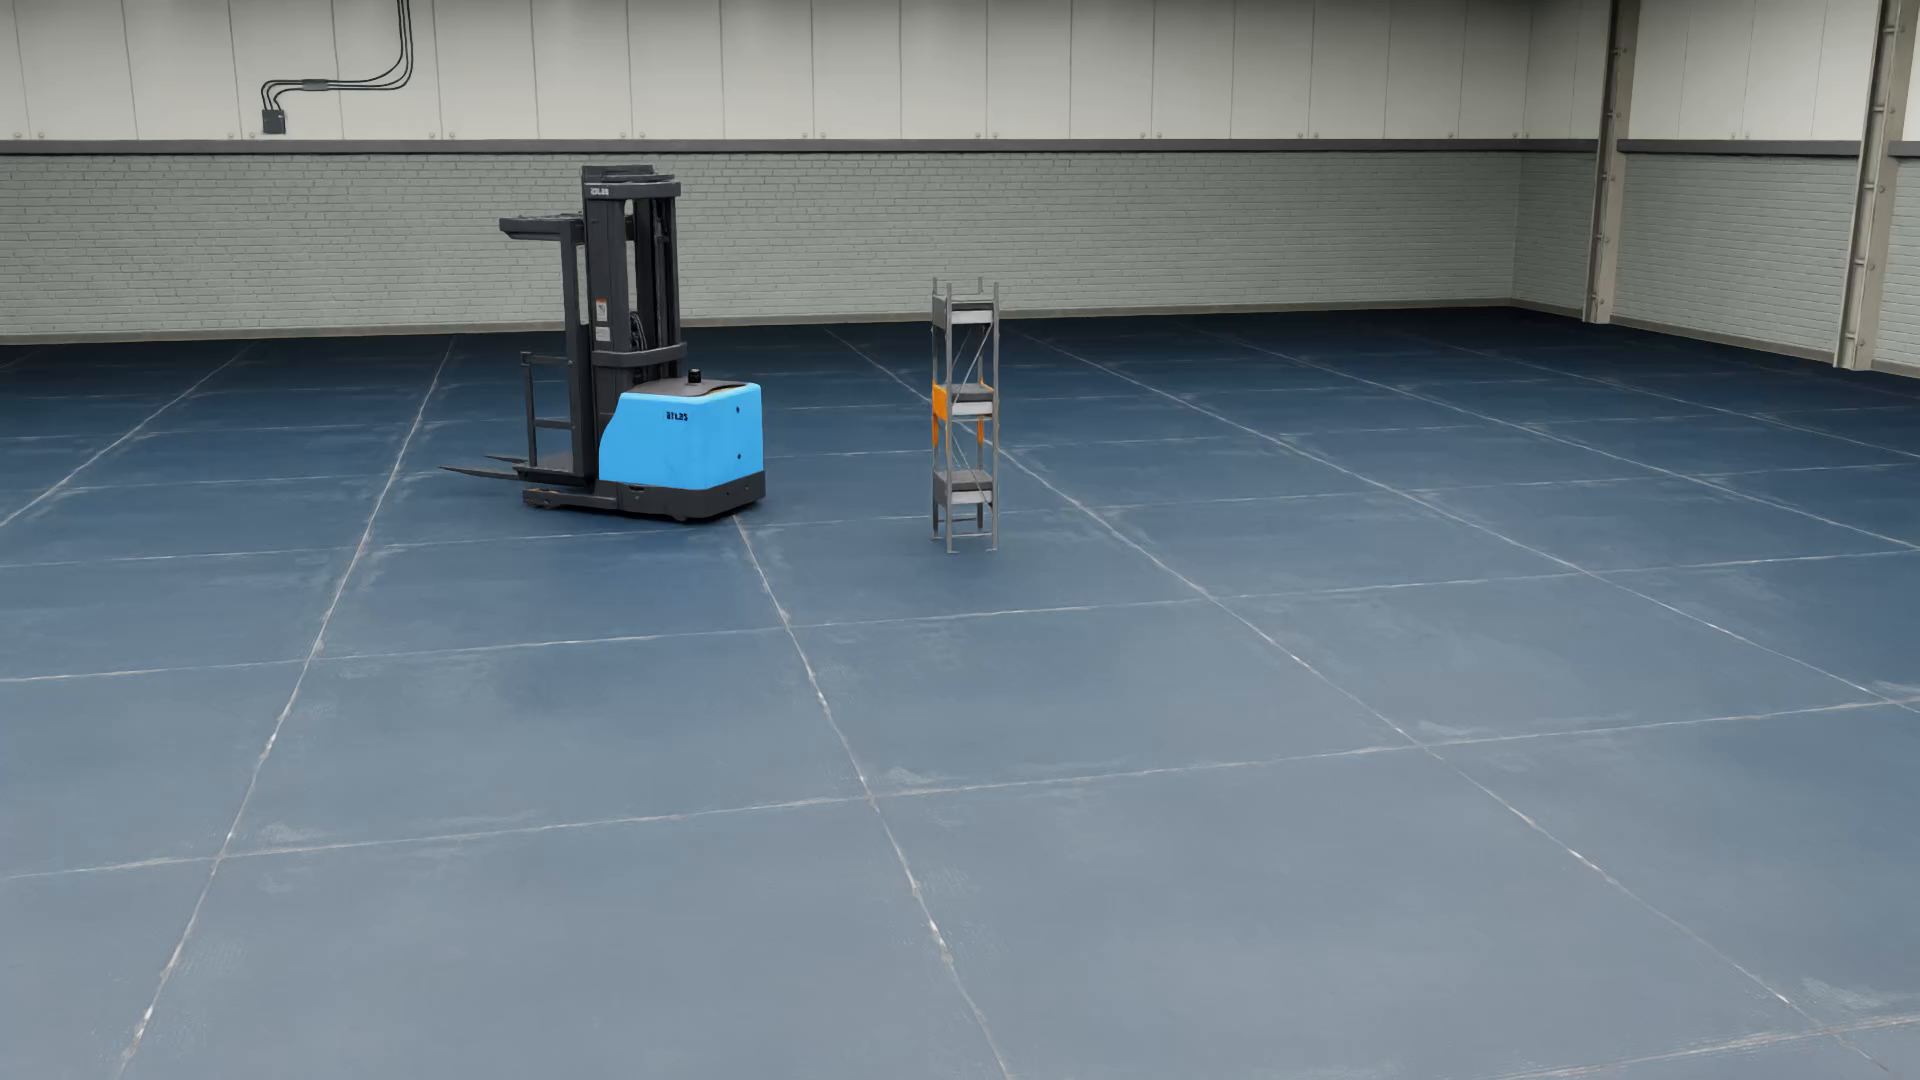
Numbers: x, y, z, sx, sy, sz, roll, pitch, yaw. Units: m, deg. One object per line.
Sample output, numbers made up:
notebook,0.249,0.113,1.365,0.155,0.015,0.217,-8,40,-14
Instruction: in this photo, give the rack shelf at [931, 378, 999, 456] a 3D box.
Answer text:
rack shelf,0.039,-0.969,13.025,0.431,0.518,0.480,-3,14,-13

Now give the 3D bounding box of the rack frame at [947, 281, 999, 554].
rack frame,0.096,-0.926,12.791,0.400,2.100,0.015,-3,14,-13

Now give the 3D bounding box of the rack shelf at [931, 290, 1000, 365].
rack shelf,0.039,-1.649,12.859,0.431,0.518,0.480,-3,14,-13

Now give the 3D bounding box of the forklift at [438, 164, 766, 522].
forklift,-3.275,-1.796,14.601,3.031,2.935,1.130,6,15,25

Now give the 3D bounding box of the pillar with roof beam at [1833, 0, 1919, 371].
pillar with roof beam,8.290,-6.530,21.195,9.100,9.000,0.400,-3,14,-13

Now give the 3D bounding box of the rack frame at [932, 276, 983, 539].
rack frame,-0.018,-1.038,13.252,0.400,2.100,0.015,-3,14,-13

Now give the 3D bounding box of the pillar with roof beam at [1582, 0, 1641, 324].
pillar with roof beam,6.881,-7.914,26.860,9.100,9.000,0.400,-3,14,-13

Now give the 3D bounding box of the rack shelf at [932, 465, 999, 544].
rack shelf,0.039,-0.289,13.191,0.431,0.518,0.480,-3,14,-13

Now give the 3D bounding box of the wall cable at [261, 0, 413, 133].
wall cable,-9.729,-9.329,25.486,2.305,6.003,0.169,-3,14,-13

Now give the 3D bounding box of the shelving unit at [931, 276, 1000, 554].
shelving unit,0.039,-0.982,13.022,0.431,2.100,0.503,-3,14,-13
